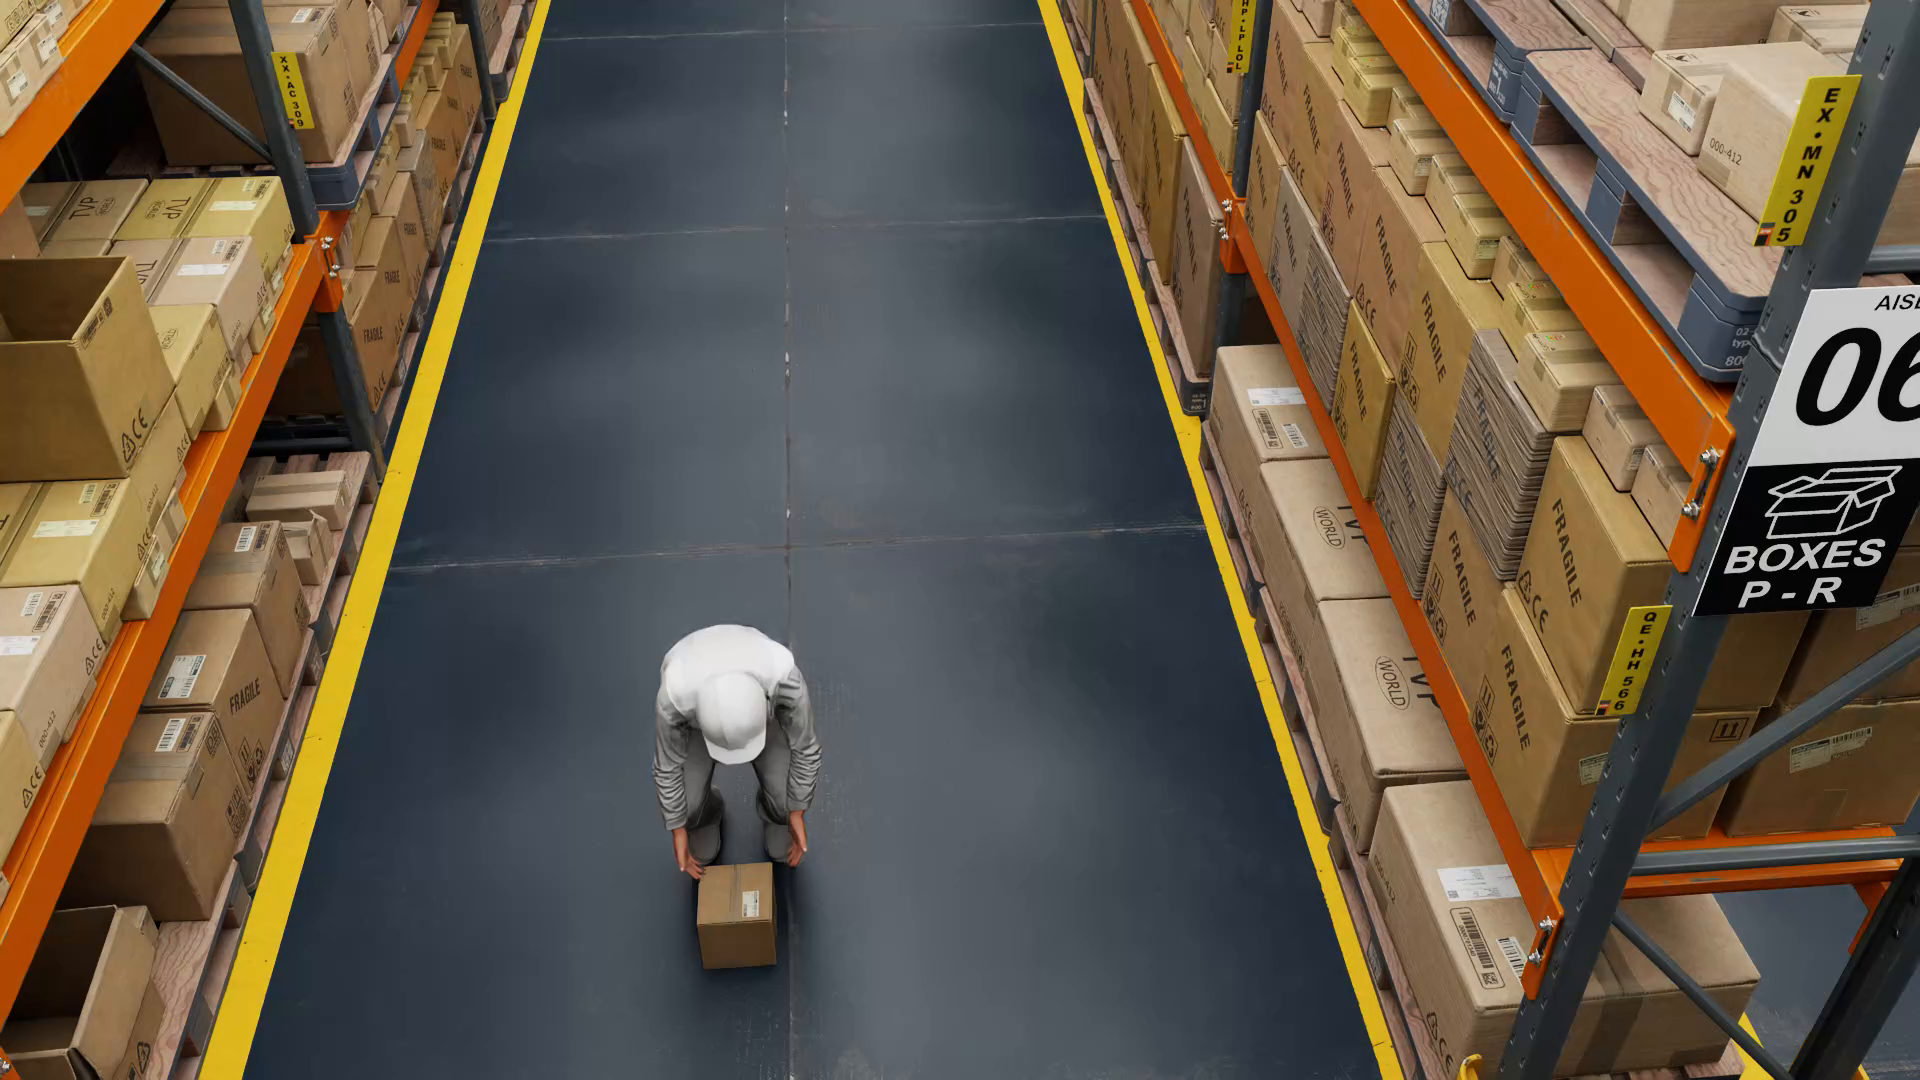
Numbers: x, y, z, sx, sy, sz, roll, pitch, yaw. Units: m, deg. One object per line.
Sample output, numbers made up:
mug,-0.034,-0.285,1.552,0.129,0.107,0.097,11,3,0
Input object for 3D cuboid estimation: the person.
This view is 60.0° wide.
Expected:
person,-0.760,0.701,5.737,0.568,1.182,0.861,-3,39,-4
